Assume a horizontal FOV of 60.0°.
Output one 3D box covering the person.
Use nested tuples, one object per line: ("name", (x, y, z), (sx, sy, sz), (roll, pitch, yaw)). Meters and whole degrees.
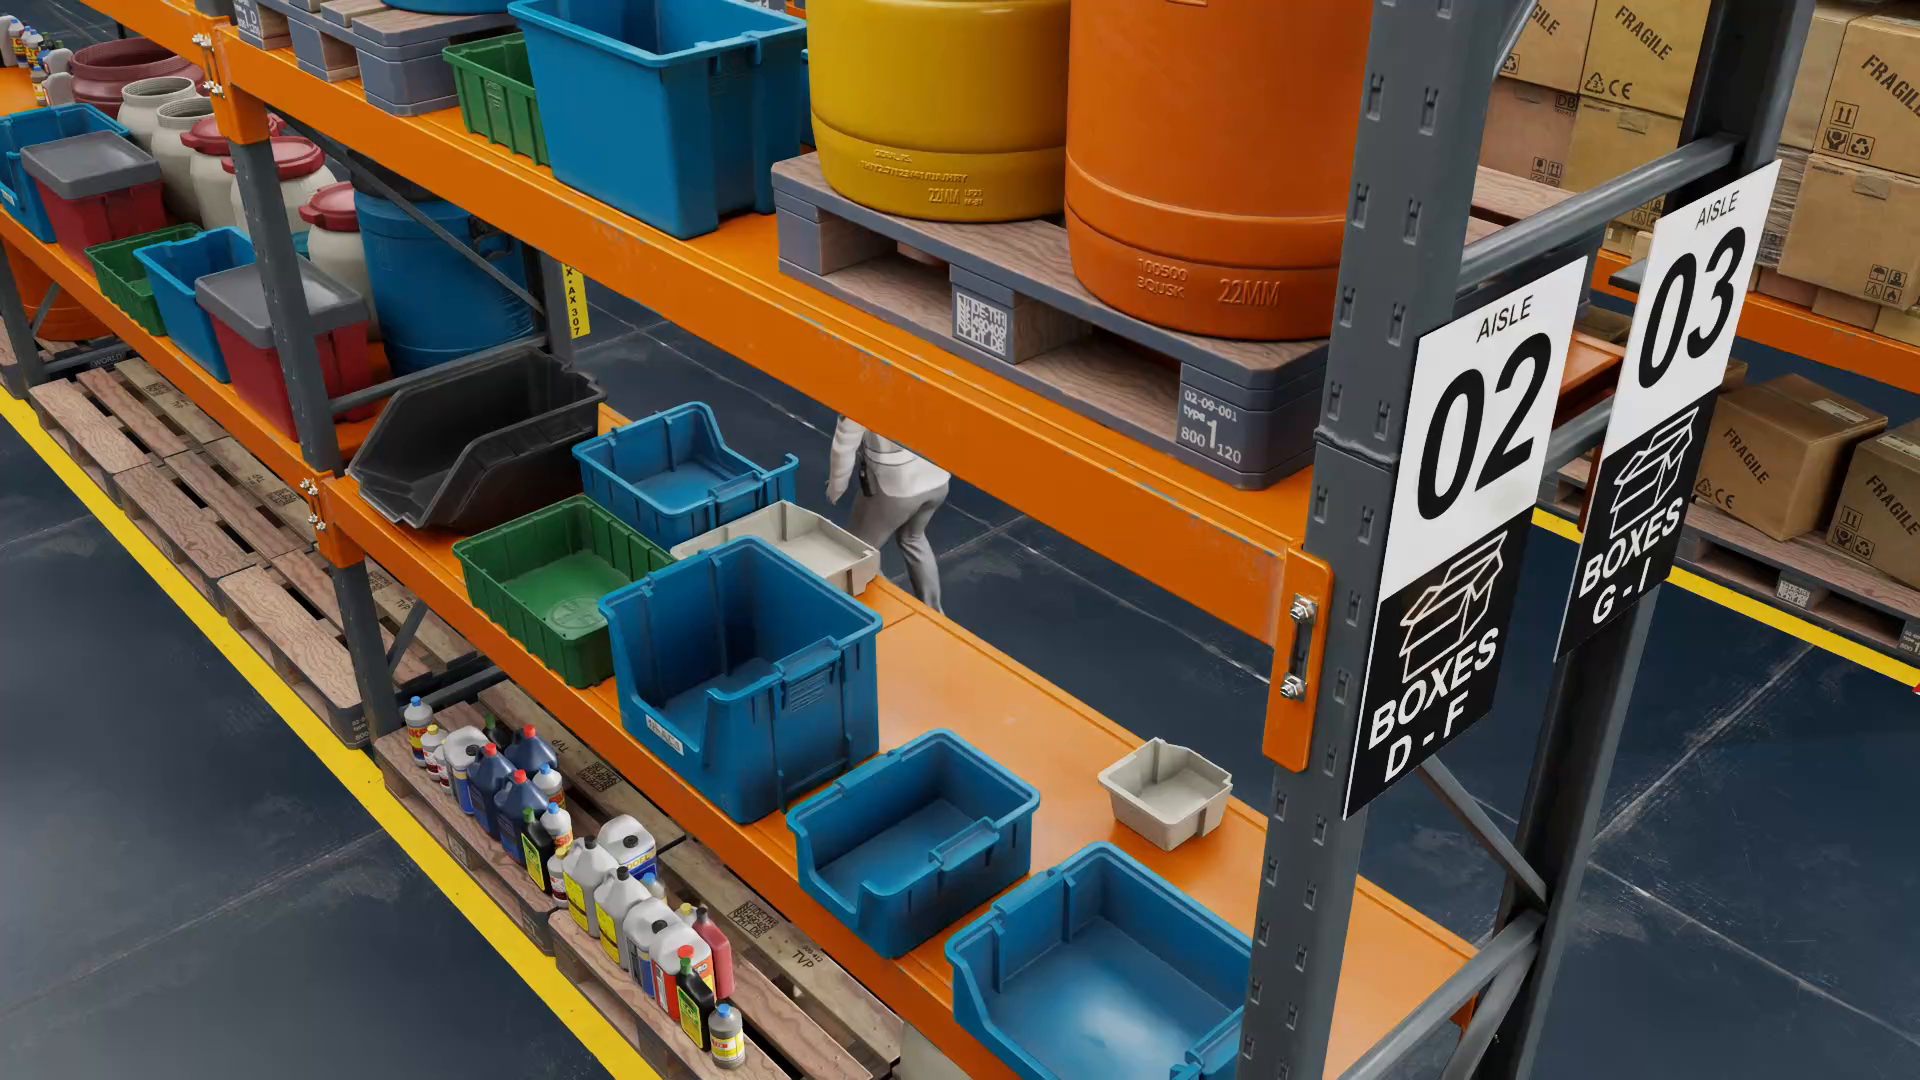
("person", (-0.290, -0.241, 6.592), (0.508, 1.604, 0.485), (-25, 40, -34))
